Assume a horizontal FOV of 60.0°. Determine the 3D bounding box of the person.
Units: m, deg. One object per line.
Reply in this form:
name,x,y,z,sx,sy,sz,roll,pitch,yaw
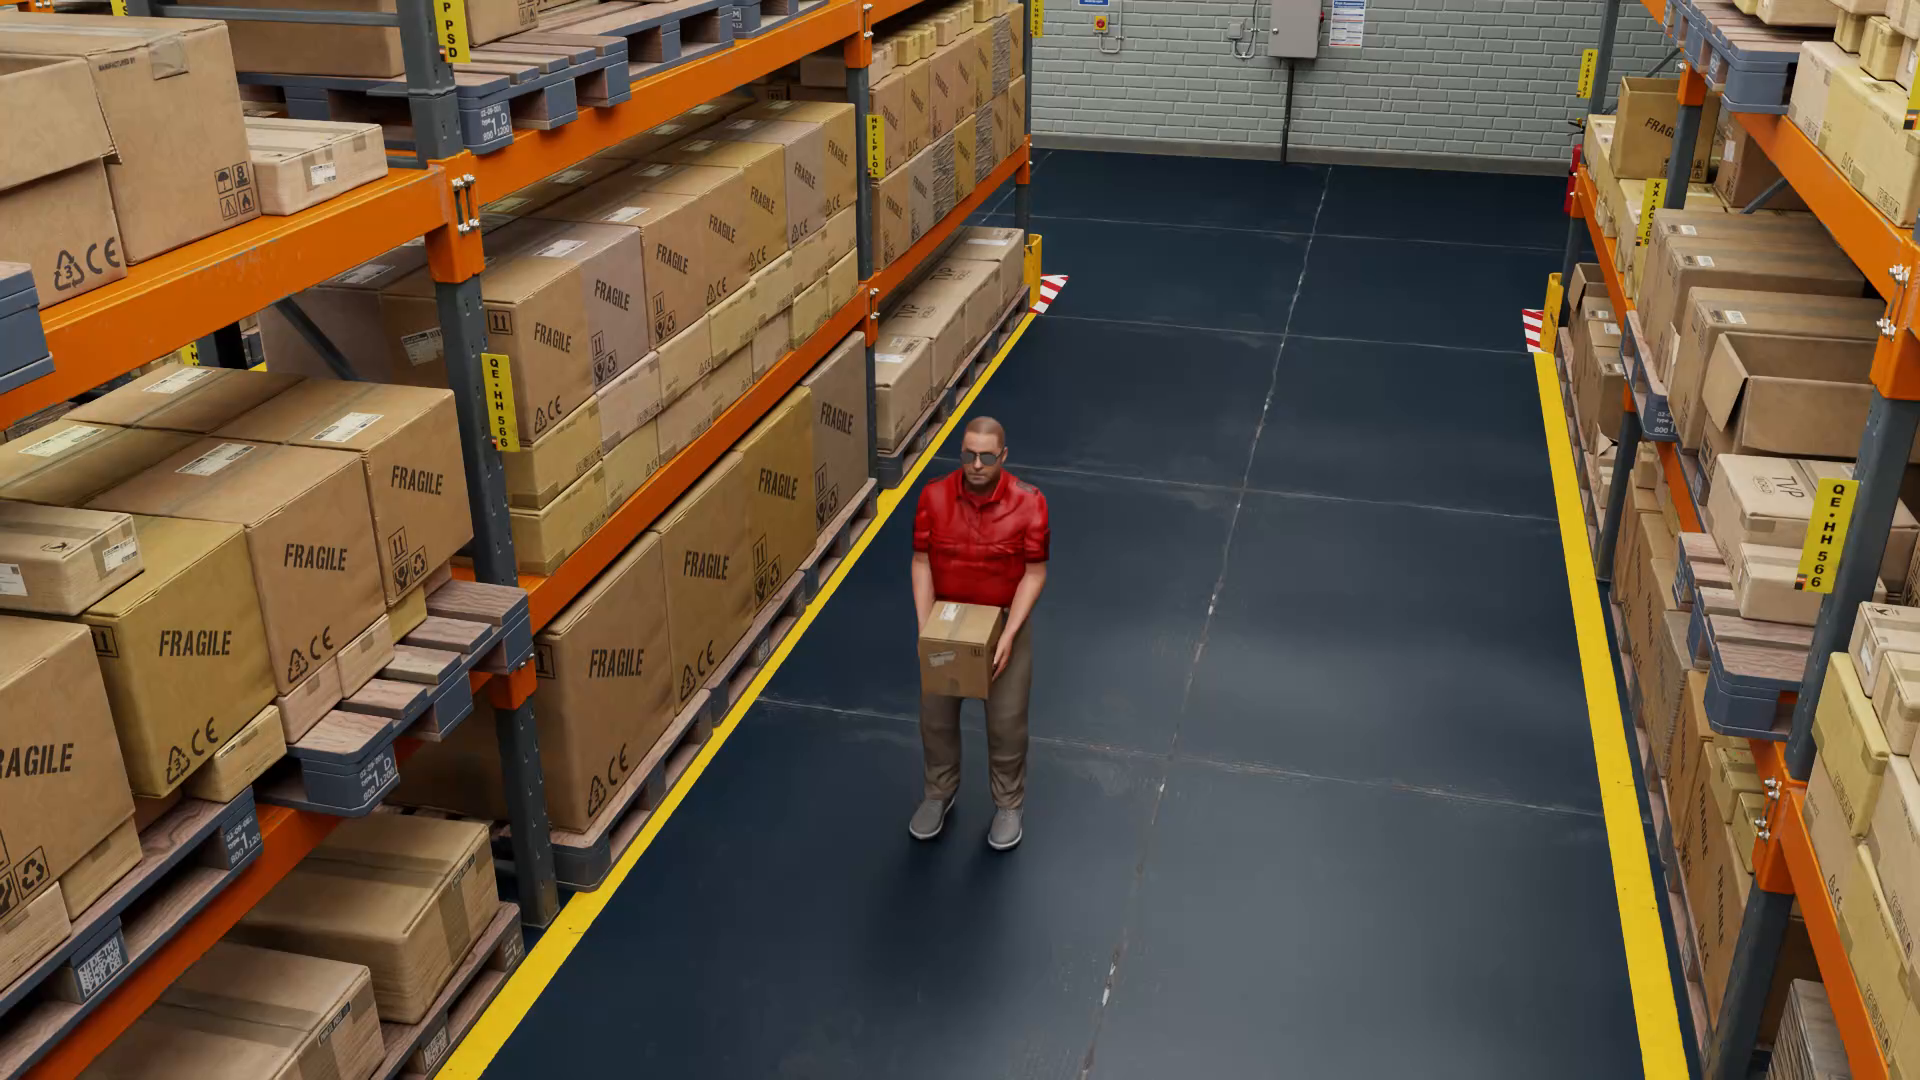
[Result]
person,0.055,0.377,6.315,0.525,1.732,0.496,6,26,13
